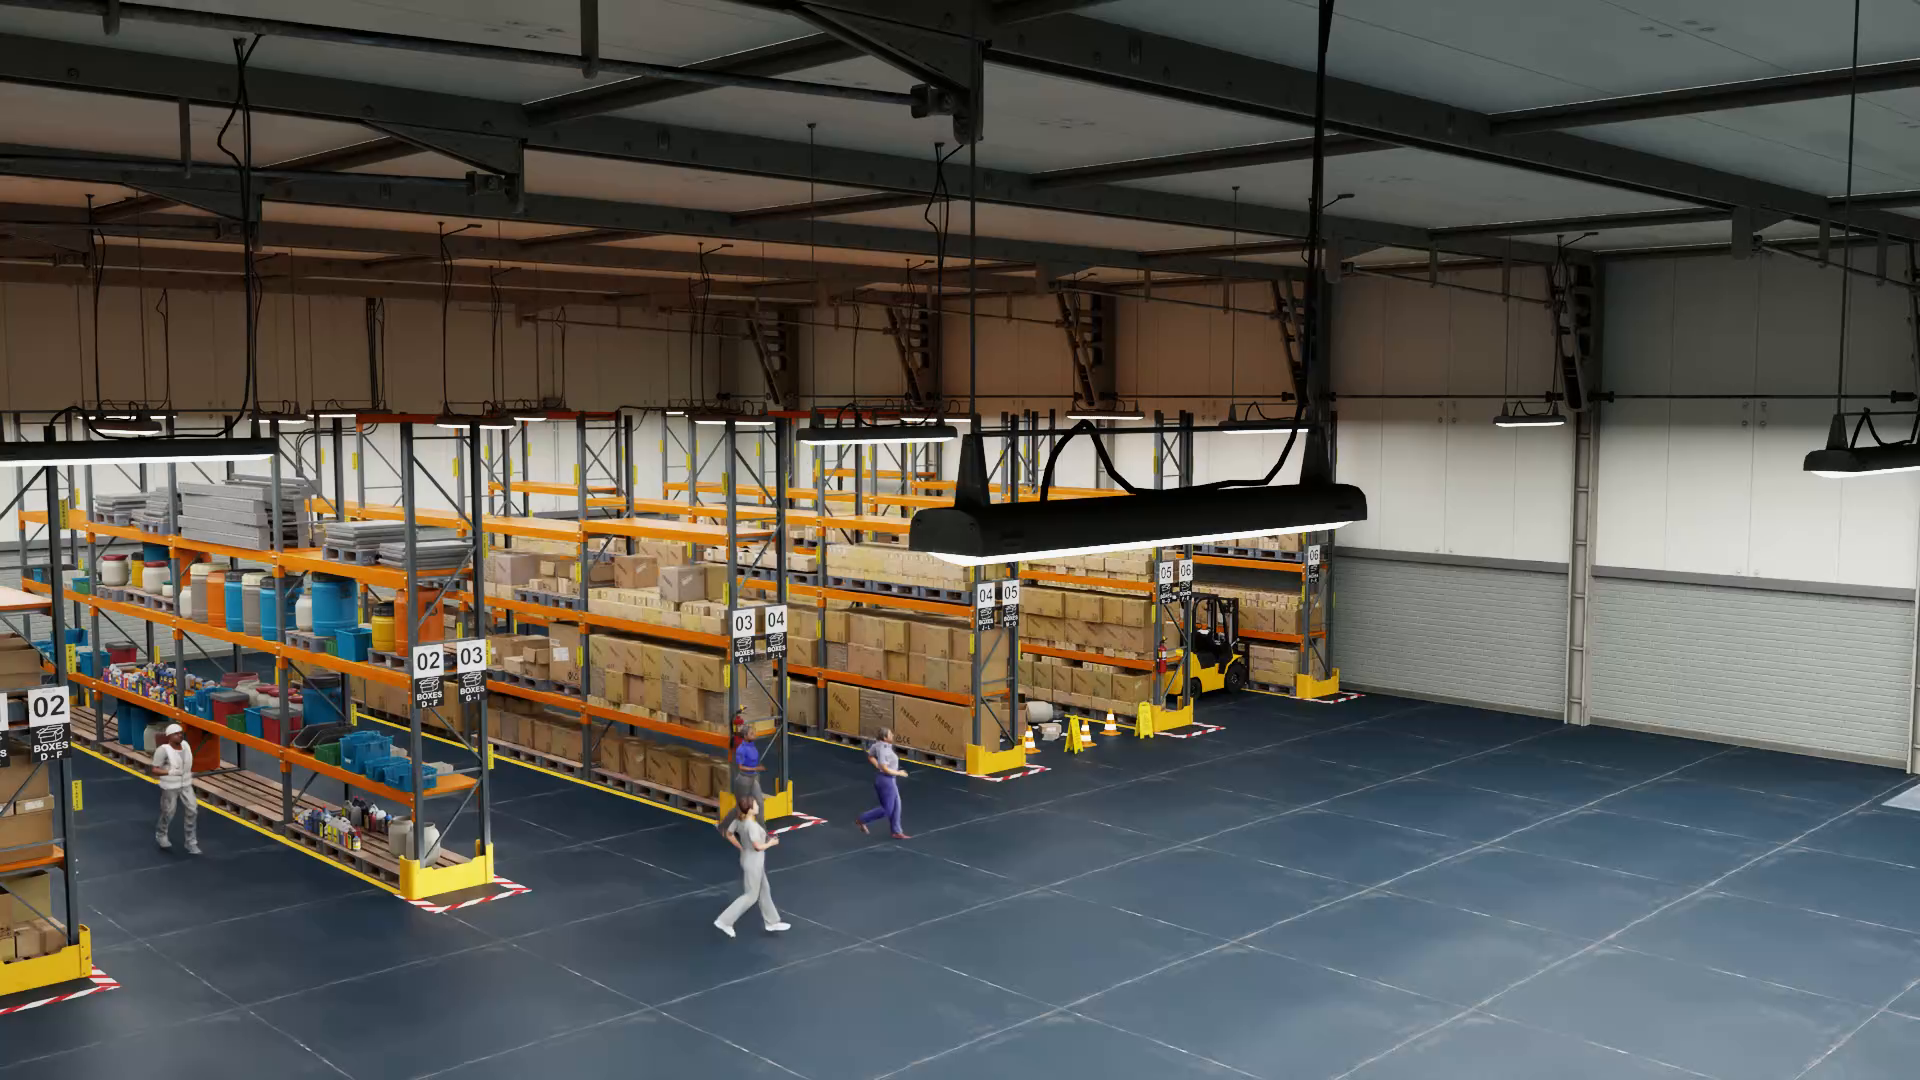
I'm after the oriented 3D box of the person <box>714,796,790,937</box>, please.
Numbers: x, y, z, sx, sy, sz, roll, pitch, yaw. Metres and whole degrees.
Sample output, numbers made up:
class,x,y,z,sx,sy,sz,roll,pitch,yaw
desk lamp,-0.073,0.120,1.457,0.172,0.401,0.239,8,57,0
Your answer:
class,x,y,z,sx,sy,sz,roll,pitch,yaw
person,-2.419,3.781,19.330,0.948,1.647,0.576,-2,5,-26

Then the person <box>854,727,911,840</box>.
class,x,y,z,sx,sy,sz,roll,pitch,yaw
person,-1.109,3.482,23.667,0.836,1.659,0.623,-1,5,-11

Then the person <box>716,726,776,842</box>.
class,x,y,z,sx,sy,sz,roll,pitch,yaw
person,-3.013,3.446,23.516,0.867,1.637,0.597,1,5,16

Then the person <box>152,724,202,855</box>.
class,x,y,z,sx,sy,sz,roll,pitch,yaw
person,-10.869,3.450,23.004,0.814,1.840,0.661,3,6,34
